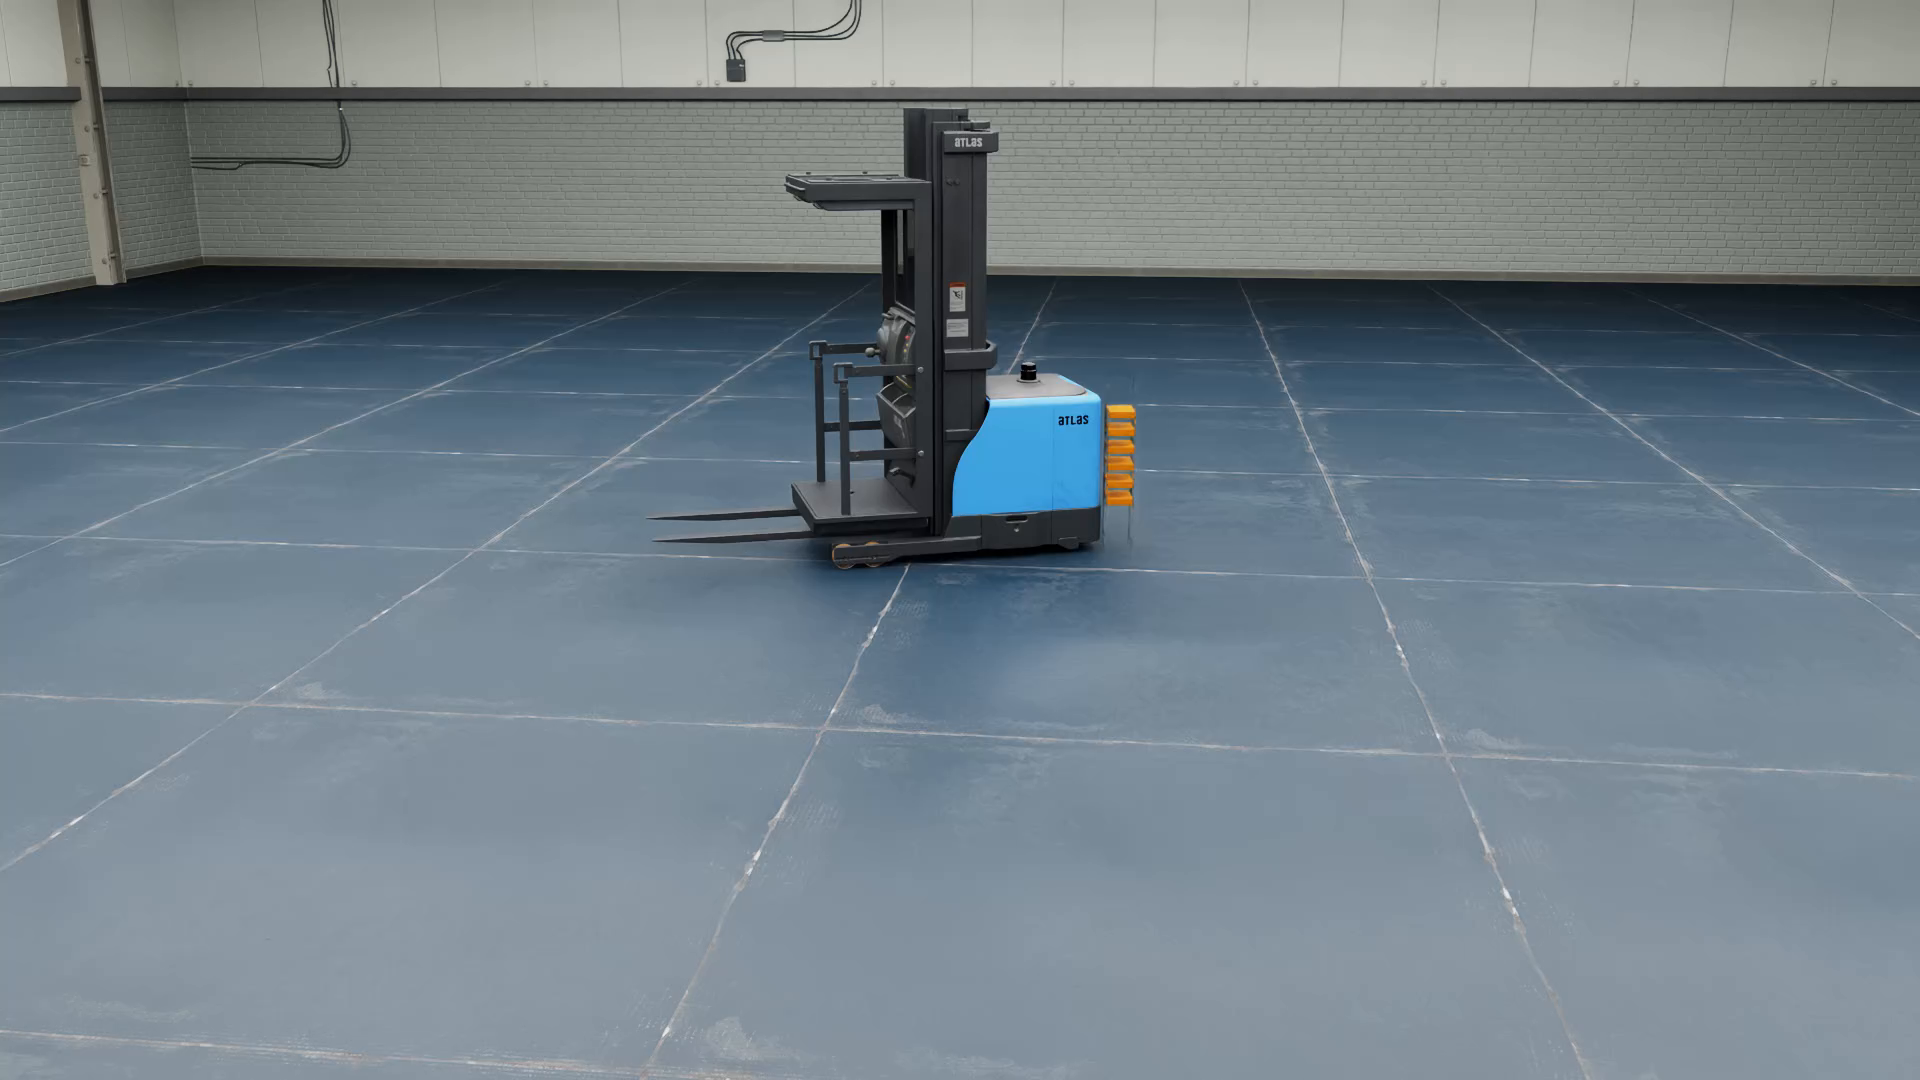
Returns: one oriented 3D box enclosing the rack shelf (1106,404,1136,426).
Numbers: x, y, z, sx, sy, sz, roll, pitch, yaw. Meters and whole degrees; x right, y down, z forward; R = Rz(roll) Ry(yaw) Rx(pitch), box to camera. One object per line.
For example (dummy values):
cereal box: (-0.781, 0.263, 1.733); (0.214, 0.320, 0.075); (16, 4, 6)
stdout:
rack shelf: (1.089, -0.849, 11.292); (0.180, 0.103, 0.258); (0, 15, 0)

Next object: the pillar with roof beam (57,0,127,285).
pillar with roof beam: (-9.582, -8.403, 25.497); (9.100, 9.000, 0.400); (2, 15, 6)

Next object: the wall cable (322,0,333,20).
wall cable: (-9.525, -10.114, 28.099); (3.097, 2.526, 0.112); (2, 15, 6)

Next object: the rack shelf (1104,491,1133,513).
rack shelf: (1.088, -0.269, 11.449); (0.180, 0.103, 0.258); (0, 15, 0)

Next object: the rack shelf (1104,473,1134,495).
rack shelf: (1.088, -0.385, 11.417); (0.180, 0.103, 0.258); (0, 15, 0)

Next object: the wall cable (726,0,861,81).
wall cable: (-2.783, -10.613, 27.155); (2.305, 6.003, 0.169); (2, 15, 6)

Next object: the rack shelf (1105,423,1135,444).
rack shelf: (1.089, -0.733, 11.323); (0.180, 0.103, 0.258); (0, 15, 0)

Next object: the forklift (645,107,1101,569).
forklift: (-0.611, -1.375, 11.132); (3.031, 2.935, 1.130); (-4, 16, -14)

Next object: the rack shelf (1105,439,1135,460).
rack shelf: (1.089, -0.617, 11.355); (0.180, 0.103, 0.258); (0, 15, 0)

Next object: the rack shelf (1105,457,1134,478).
rack shelf: (1.089, -0.501, 11.386); (0.180, 0.103, 0.258); (0, 15, 0)

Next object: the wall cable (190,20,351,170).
wall cable: (-12.214, -7.756, 29.053); (3.097, 2.526, 0.112); (2, 15, 6)

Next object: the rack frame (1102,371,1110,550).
rack frame: (0.997, -0.544, 11.374); (0.006, 1.200, 0.240); (0, 15, 0)

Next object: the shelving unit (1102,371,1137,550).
shelving unit: (1.089, -0.544, 11.375); (0.189, 1.200, 0.258); (0, 15, 0)

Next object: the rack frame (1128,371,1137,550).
rack frame: (1.180, -0.544, 11.375); (0.006, 1.200, 0.240); (0, 15, 0)
